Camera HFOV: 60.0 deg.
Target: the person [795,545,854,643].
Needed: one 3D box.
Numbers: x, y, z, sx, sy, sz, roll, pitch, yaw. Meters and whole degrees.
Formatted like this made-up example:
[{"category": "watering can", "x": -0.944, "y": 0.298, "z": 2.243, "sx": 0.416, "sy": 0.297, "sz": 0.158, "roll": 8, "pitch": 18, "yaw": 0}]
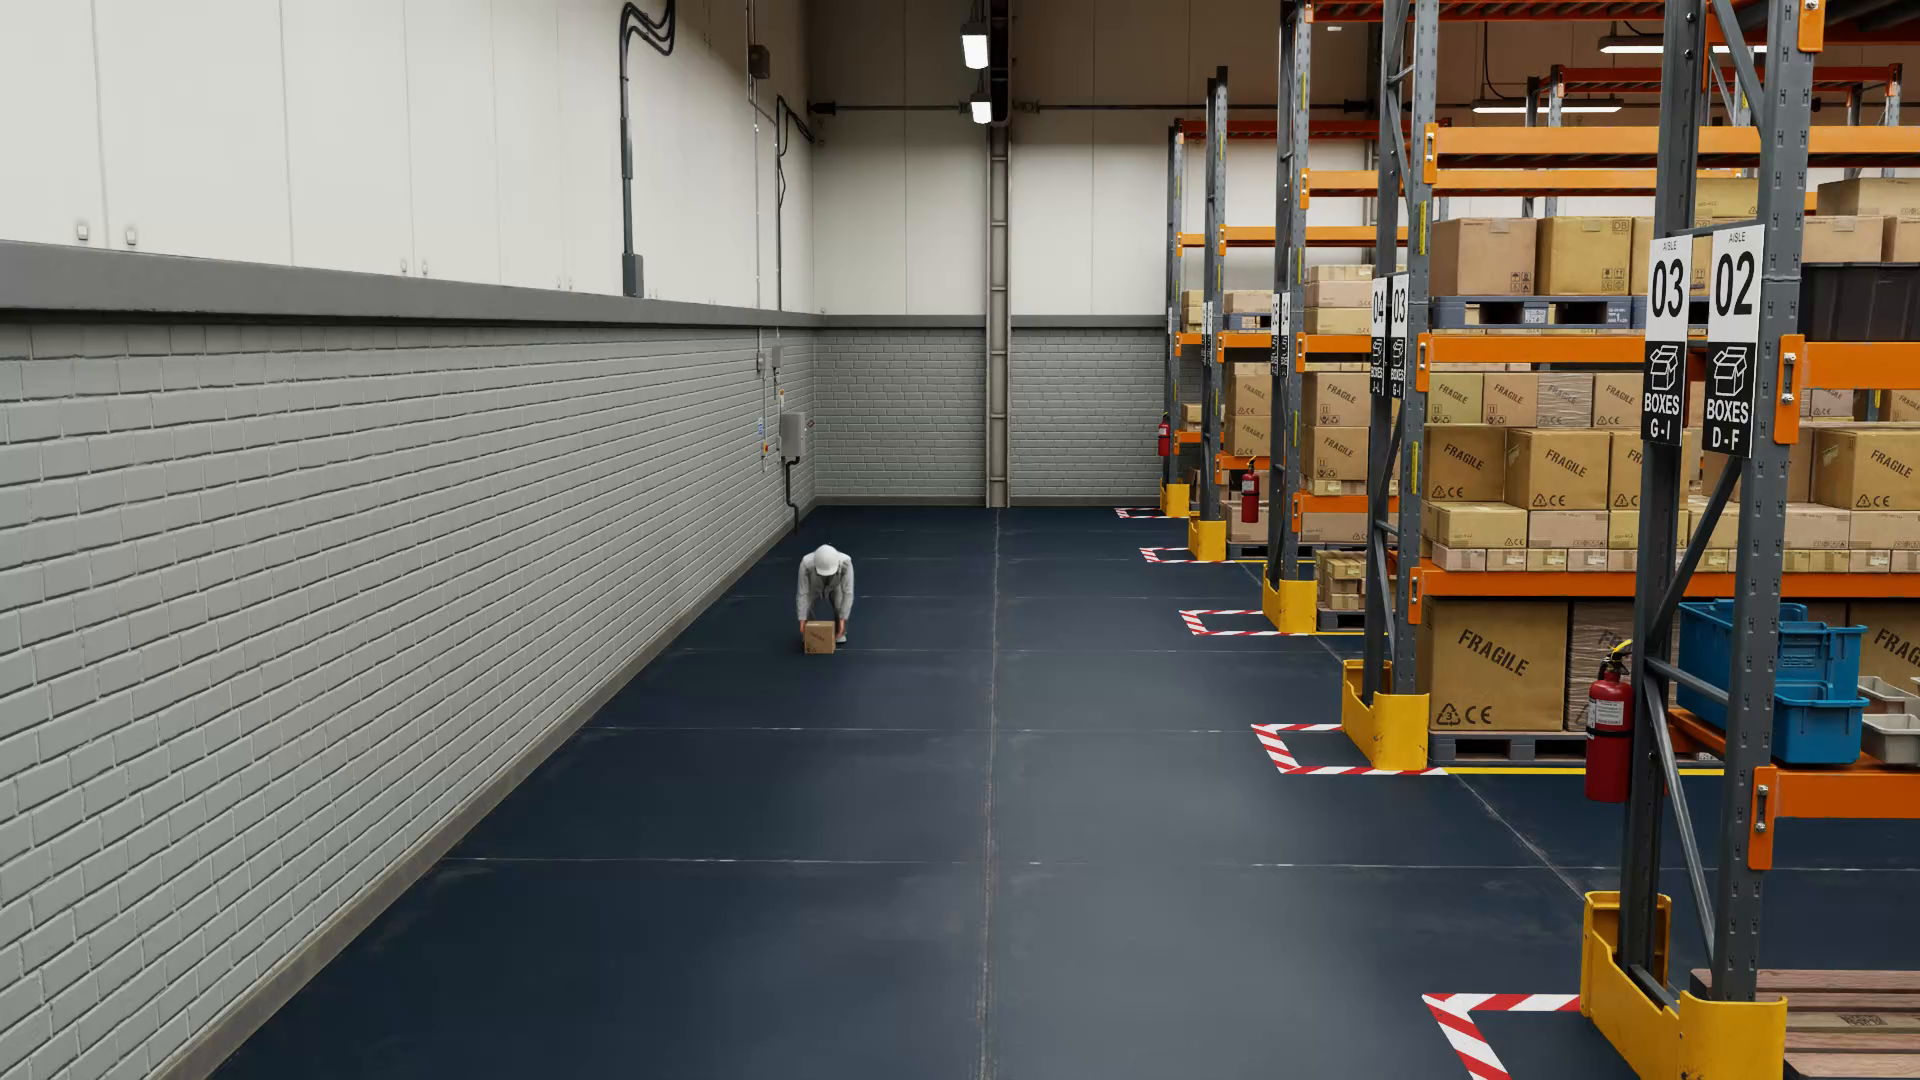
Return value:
[{"category": "person", "x": -1.223, "y": 0.476, "z": 15.139, "sx": 0.542, "sy": 0.964, "sz": 0.908, "roll": 0, "pitch": 7, "yaw": 1}]
